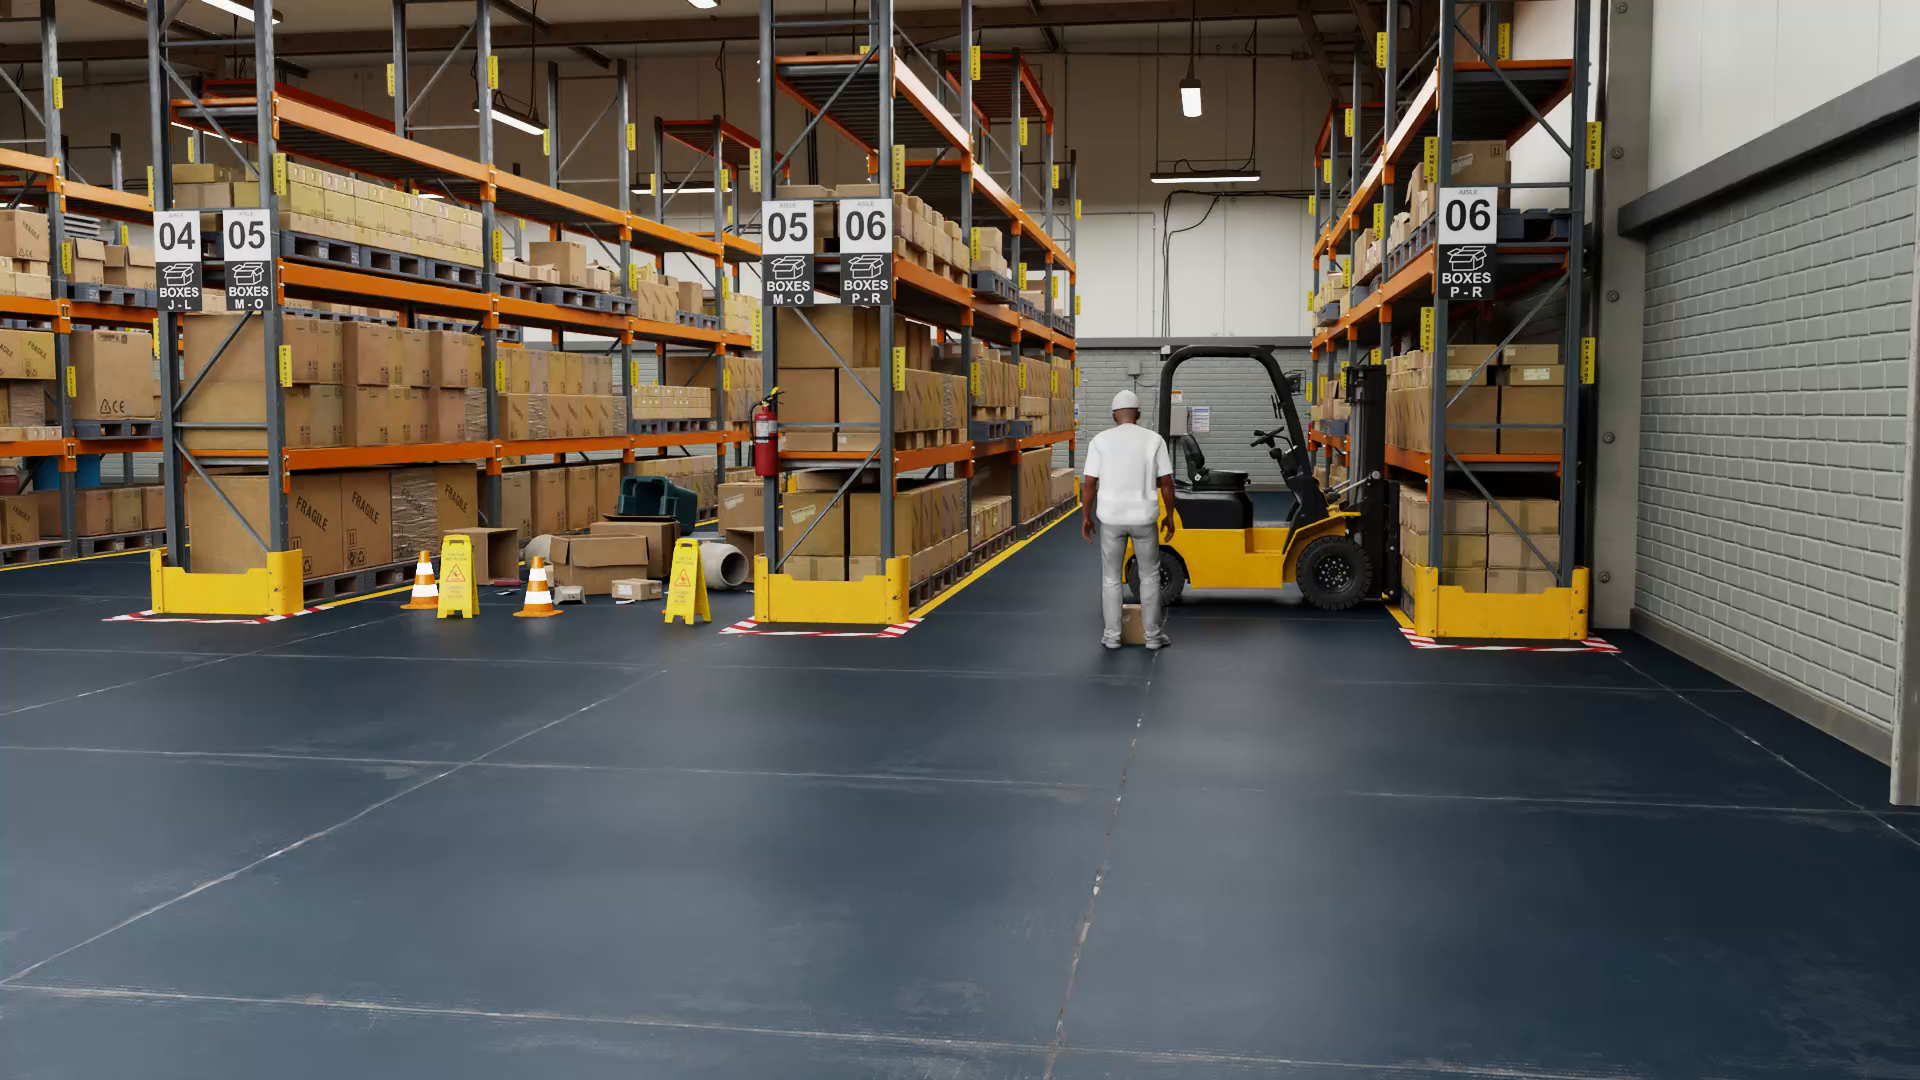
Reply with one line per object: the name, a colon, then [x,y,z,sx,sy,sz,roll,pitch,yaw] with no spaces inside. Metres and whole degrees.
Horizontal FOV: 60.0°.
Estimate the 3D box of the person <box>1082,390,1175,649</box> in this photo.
person: [1.154,-0.145,11.392,0.637,1.761,0.455,0,4,6]
